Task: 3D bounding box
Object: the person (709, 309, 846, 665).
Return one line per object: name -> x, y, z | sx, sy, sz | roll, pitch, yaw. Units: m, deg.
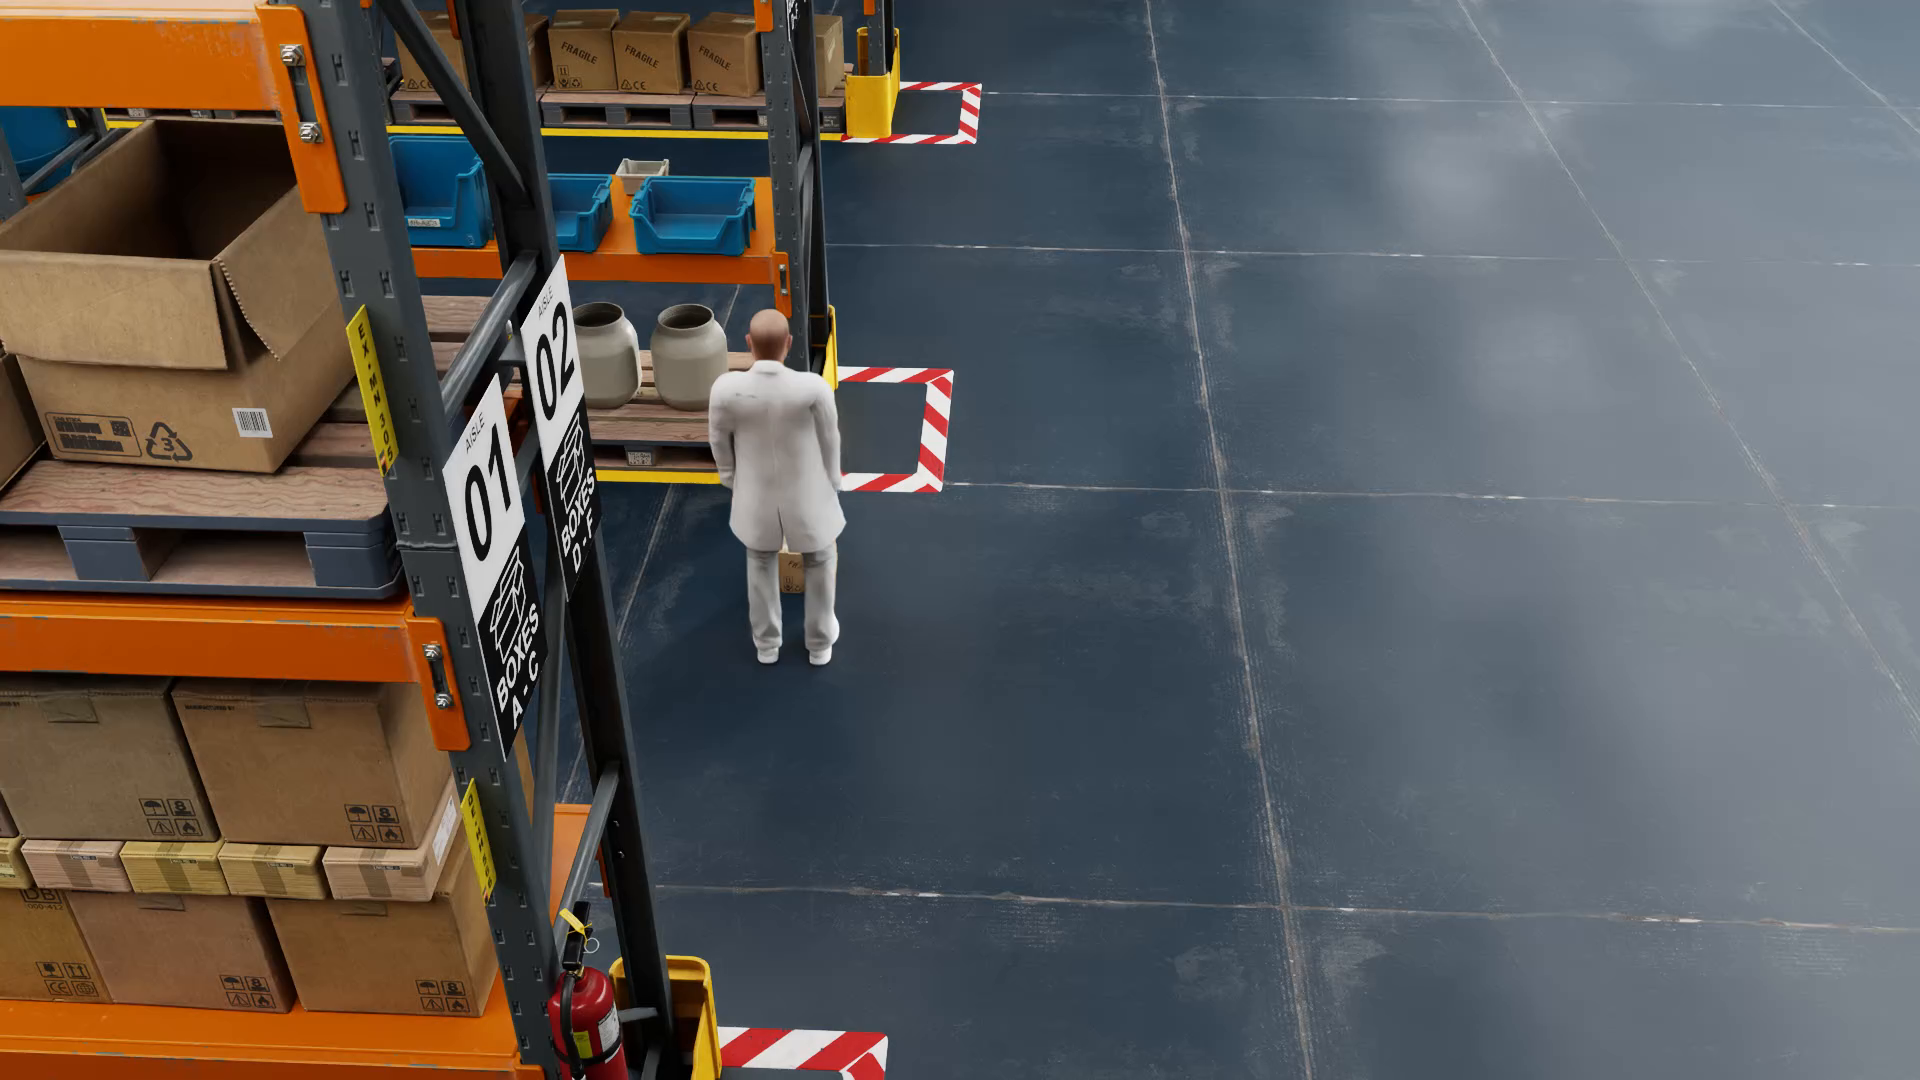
person -> -0.810, -0.218, 7.473 | 0.579, 1.752, 0.385 | 2, 35, 3
